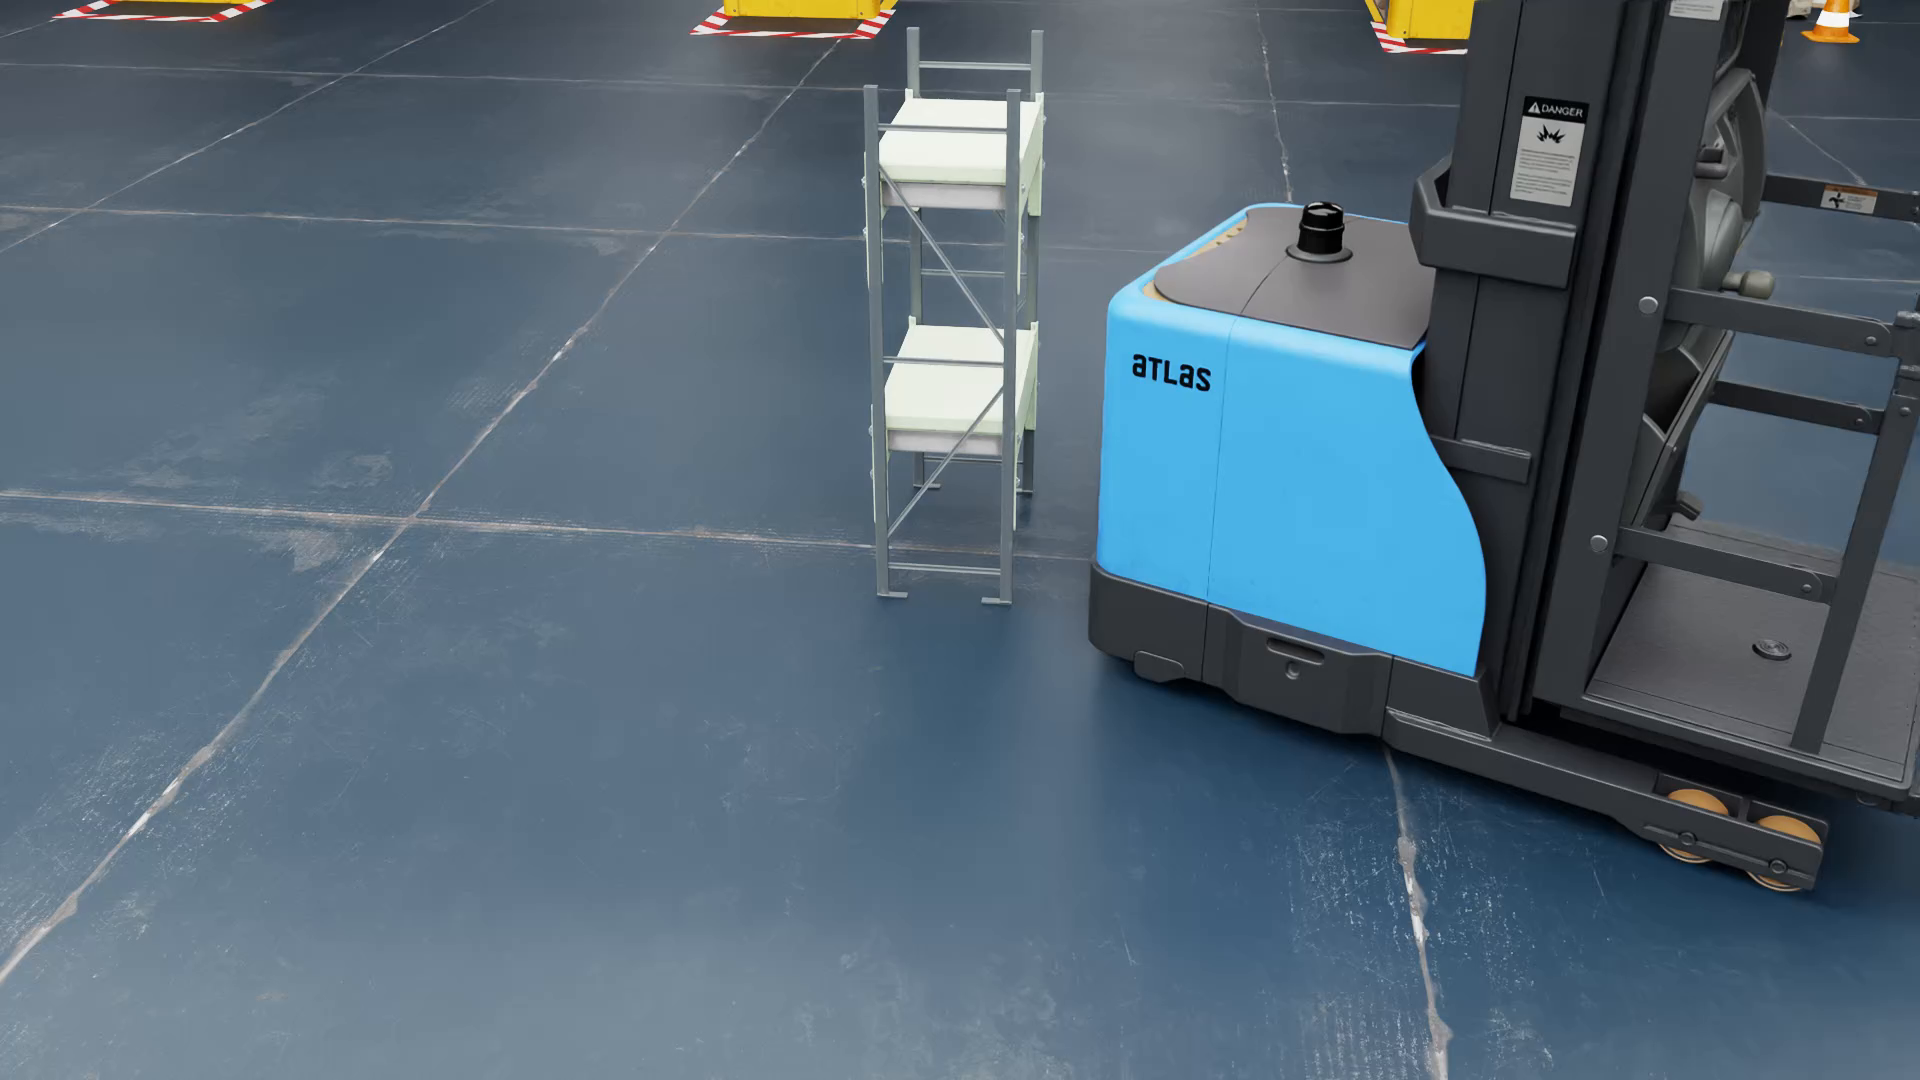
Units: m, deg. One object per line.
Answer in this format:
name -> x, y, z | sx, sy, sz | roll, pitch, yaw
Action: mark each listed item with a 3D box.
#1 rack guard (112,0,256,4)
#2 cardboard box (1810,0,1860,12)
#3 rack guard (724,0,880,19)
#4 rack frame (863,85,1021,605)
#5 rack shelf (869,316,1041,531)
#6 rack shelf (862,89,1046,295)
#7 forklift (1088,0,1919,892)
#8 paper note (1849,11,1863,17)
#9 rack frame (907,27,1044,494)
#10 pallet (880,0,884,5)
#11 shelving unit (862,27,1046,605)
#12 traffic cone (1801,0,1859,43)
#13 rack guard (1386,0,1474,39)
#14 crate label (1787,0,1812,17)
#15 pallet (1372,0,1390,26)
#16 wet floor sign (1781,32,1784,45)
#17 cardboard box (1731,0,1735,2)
rack guard -> -6.168, -4.548, 13.165 | 1.175, 0.500, 0.348 | 3, 28, 6
cardboard box -> 6.776, -4.225, 12.936 | 0.380, 0.149, 0.250 | 20, 34, 32
rack guard -> -1.206, -4.257, 12.625 | 1.175, 0.500, 0.348 | 3, 28, 6
rack frame -> -0.046, -0.485, 4.569 | 0.400, 1.500, 0.023 | 3, 28, 6
rack shelf -> -0.001, -0.370, 5.043 | 0.431, 0.370, 0.720 | 3, 28, 6
rack shelf -> -0.001, -1.001, 4.703 | 0.431, 0.370, 0.720 | 3, 28, 6
forklift -> 1.881, -0.783, 3.613 | 3.031, 2.935, 1.130 | 16, 32, 27
paper note -> 6.760, -4.000, 12.642 | 0.148, 0.019, 0.142 | -6, 29, -11
rack frame -> 0.044, -0.829, 5.208 | 0.400, 1.500, 0.023 | 3, 28, 6
pallet -> -1.071, -4.511, 13.400 | 1.003, 0.211, 1.213 | 3, 28, 6
shelving unit -> -0.001, -0.657, 4.888 | 0.431, 1.500, 0.755 | 3, 28, 6
traffic cone -> 6.249, -3.811, 11.836 | 0.336, 0.463, 0.334 | 3, 28, 6
rack guard -> 3.692, -3.874, 11.915 | 1.175, 0.500, 0.348 | 3, 28, 6
crate label -> 6.284, -4.041, 12.607 | 0.250, 0.136, 0.298 | -11, 30, -20
pallet -> 3.715, -4.139, 12.711 | 1.003, 0.211, 1.213 | 3, 28, 6
wet floor sign -> 5.657, -3.821, 11.662 | 0.267, 0.644, 0.232 | -1, 28, -3
cardboard box -> 6.323, -4.621, 13.297 | 0.797, 0.503, 0.637 | -17, 33, -29
